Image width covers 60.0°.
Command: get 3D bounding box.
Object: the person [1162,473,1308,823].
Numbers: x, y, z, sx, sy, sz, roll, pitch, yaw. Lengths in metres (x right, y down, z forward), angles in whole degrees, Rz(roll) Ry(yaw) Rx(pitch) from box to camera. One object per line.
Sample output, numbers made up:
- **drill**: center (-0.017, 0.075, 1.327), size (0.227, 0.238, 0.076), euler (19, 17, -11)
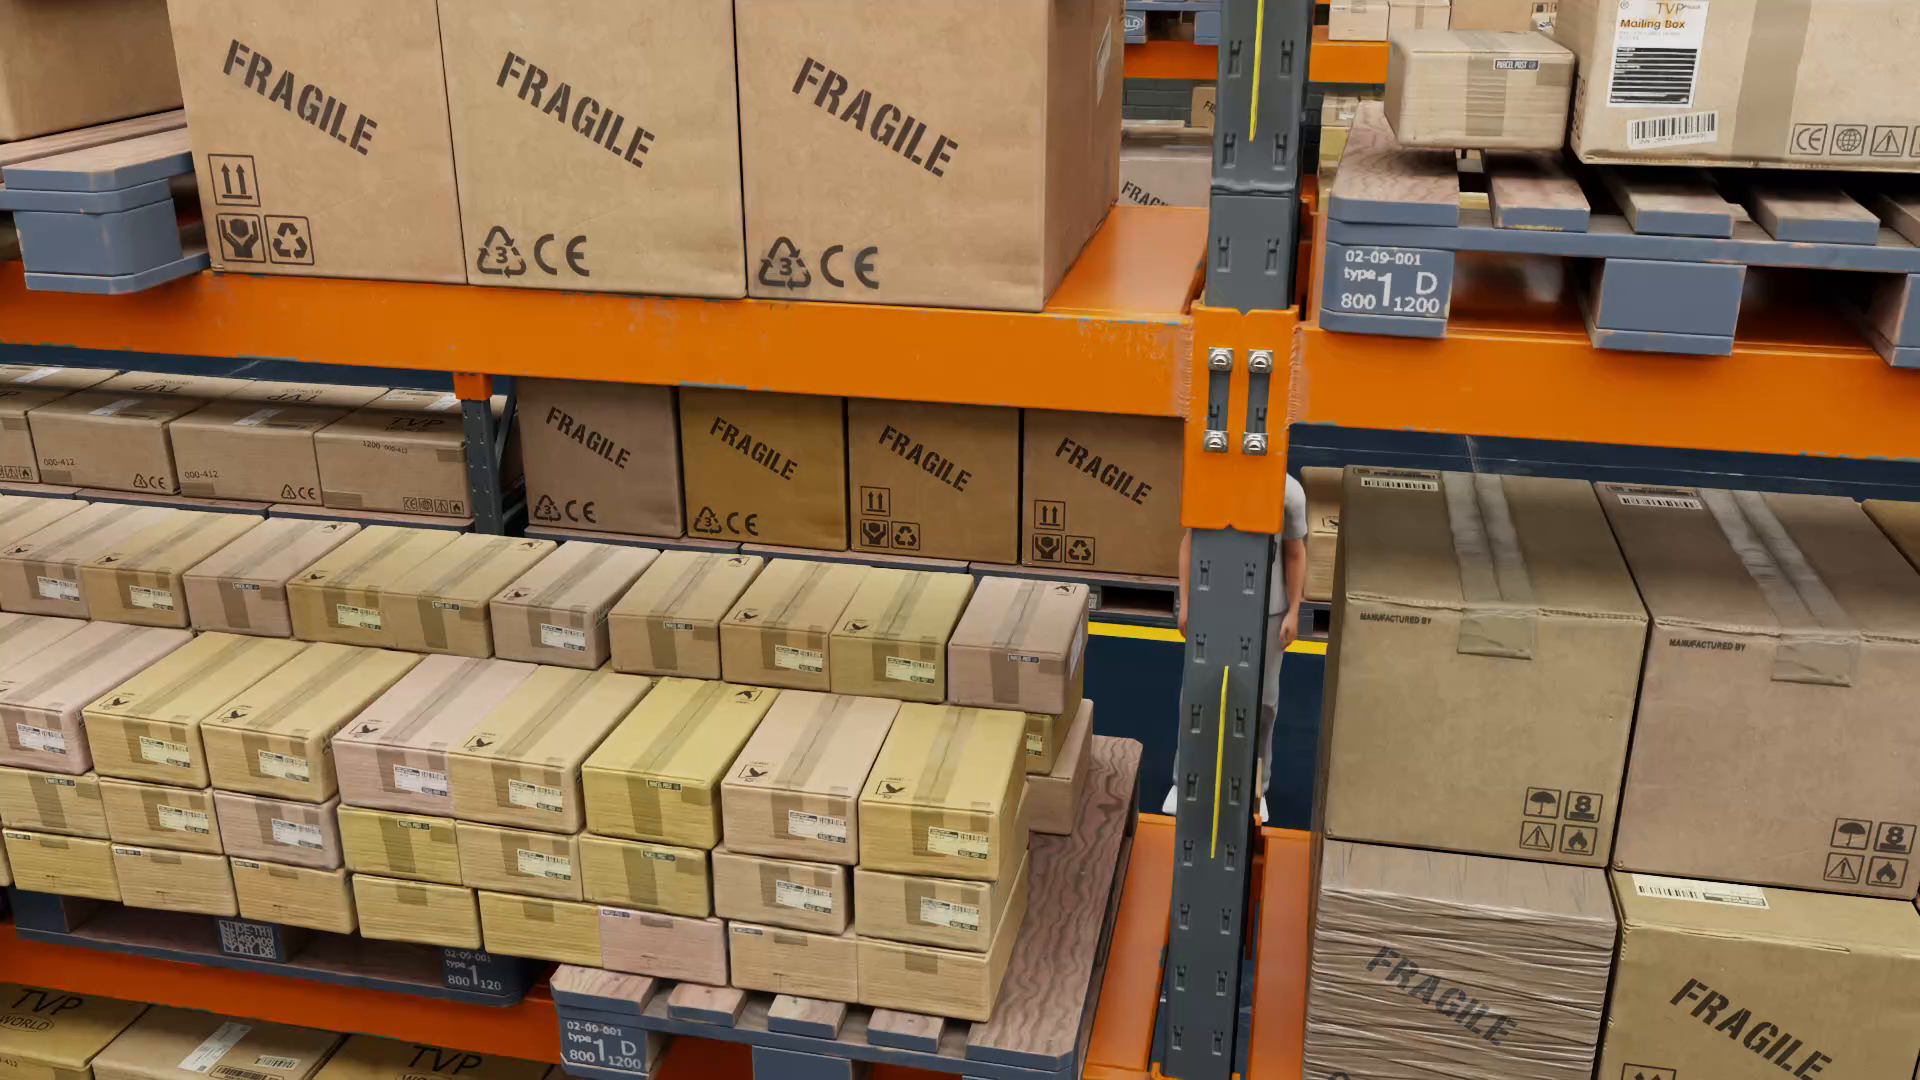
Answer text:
- **person**: center (1.066, 0.281, 6.379), size (0.488, 1.673, 0.358), euler (4, 22, 9)
